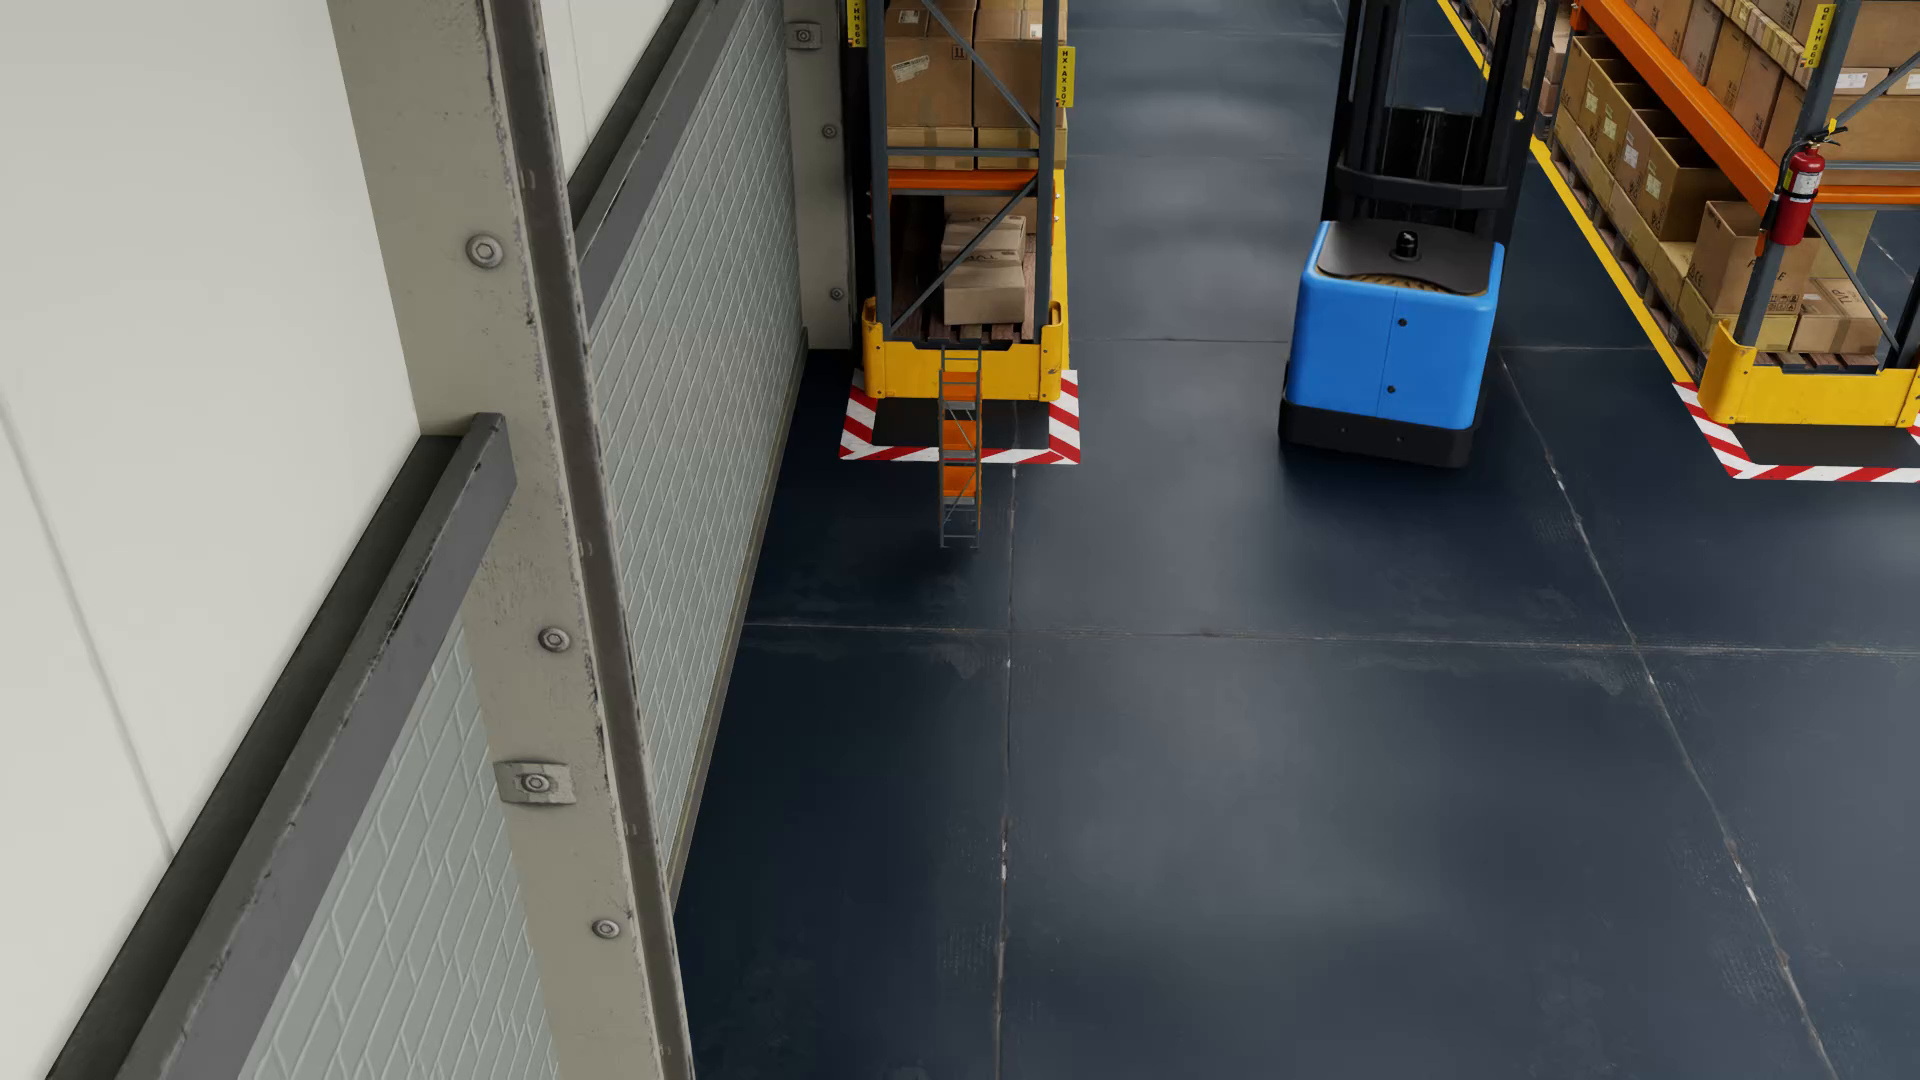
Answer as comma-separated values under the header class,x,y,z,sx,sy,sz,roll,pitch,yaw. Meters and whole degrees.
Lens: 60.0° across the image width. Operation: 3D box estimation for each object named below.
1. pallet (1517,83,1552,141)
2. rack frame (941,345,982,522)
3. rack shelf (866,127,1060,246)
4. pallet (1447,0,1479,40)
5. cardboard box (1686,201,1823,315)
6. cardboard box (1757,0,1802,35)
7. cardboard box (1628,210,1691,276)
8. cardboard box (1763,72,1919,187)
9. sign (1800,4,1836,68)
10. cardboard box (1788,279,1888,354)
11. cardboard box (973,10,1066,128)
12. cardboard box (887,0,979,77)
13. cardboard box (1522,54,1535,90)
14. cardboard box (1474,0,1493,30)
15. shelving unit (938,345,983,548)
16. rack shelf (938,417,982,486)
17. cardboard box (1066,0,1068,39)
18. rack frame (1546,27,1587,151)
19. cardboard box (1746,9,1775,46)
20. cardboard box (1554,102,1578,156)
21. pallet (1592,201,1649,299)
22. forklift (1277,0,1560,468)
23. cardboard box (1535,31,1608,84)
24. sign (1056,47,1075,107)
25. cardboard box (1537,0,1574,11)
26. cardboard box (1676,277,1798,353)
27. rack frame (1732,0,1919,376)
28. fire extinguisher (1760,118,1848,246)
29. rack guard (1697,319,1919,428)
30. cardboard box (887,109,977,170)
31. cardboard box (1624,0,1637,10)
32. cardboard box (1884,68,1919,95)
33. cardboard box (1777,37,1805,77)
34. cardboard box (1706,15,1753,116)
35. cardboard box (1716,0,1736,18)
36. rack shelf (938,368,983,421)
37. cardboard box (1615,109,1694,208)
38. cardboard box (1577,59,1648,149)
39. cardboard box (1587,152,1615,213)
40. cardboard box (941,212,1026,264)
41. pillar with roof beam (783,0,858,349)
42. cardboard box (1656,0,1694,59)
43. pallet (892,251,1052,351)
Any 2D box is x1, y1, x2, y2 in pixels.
class,x,y,z,sx,sy,sz,roll,pitch,yaw
pallet,5.115,-3.585,13.613,1.003,0.211,1.213,1,35,2
rack frame,0.007,-0.530,8.537,0.200,1.050,0.008,1,35,2
rack shelf,0.095,-2.970,10.939,1.077,0.370,4.000,1,35,2
pallet,5.213,-4.987,15.608,1.003,0.211,1.213,1,35,2
cardboard box,4.688,-1.672,9.840,0.500,0.500,0.500,1,35,2
cardboard box,5.013,-3.176,9.390,0.700,0.500,0.500,0,35,1
cardboard box,4.717,-1.940,10.874,0.500,0.250,0.500,1,35,2
cardboard box,4.996,-2.312,9.290,0.700,0.500,0.500,1,35,2
sign,4.422,-2.595,8.566,0.100,0.325,0.005,1,35,2
cardboard box,5.208,-1.353,10.039,0.500,0.250,0.500,1,35,2
cardboard box,0.334,-2.637,9.300,0.500,0.500,0.500,1,35,2
cardboard box,-0.149,-2.934,9.723,0.500,0.500,0.500,2,35,3
cardboard box,4.874,-3.884,13.640,0.500,0.250,0.500,1,35,1
cardboard box,4.937,-4.765,14.893,0.500,0.250,0.500,0,35,1
shelving unit,0.002,-0.460,8.438,0.215,1.050,0.252,1,35,2
rack shelf,0.002,-0.452,8.444,0.215,0.259,0.240,1,35,2
cardboard box,0.391,-3.217,10.125,0.500,0.500,0.500,0,35,0
rack frame,5.125,-4.302,12.208,1.000,3.000,0.127,1,35,2
cardboard box,4.821,-2.975,9.670,0.380,0.149,0.250,2,35,3
cardboard box,4.803,-3.089,12.508,0.500,0.250,0.500,1,35,2
pallet,5.005,-2.002,11.361,1.003,0.211,1.213,1,35,2
forklift,2.744,-2.438,9.615,1.130,2.935,3.031,11,36,15
cardboard box,4.855,-3.817,13.057,0.500,0.311,0.500,1,35,2
sign,0.556,-2.457,8.831,0.100,0.325,0.005,1,35,2
cardboard box,4.892,-4.403,13.890,0.500,0.311,0.500,1,35,2
cardboard box,4.690,-1.365,10.056,0.500,0.250,0.500,1,35,2
rack frame,4.964,-2.003,8.938,1.000,3.000,0.127,1,35,2
fire extinguisher,4.495,-1.915,8.879,0.296,0.674,0.183,1,35,2
rack guard,4.963,-0.967,9.637,1.175,0.500,0.348,1,35,2
cardboard box,-0.161,-2.336,9.523,0.500,0.250,0.500,2,35,3
cardboard box,5.113,-4.087,11.816,0.700,0.500,0.500,0,35,1
cardboard box,5.195,-2.530,9.036,0.380,0.149,0.250,1,35,2
cardboard box,4.798,-2.684,9.255,0.380,0.149,0.250,2,35,3
cardboard box,5.038,-2.899,10.125,0.700,0.500,0.500,2,35,2
cardboard box,4.840,-3.278,10.100,0.380,0.149,0.250,2,35,3
rack shelf,0.002,-0.684,8.280,0.215,0.259,0.240,1,35,2
cardboard box,4.735,-2.534,11.067,0.500,0.500,0.500,1,35,2
cardboard box,4.781,-3.109,11.884,0.500,0.500,0.500,1,35,2
cardboard box,4.753,-2.515,11.691,0.500,0.250,0.500,1,35,2
cardboard box,0.155,-1.919,10.773,0.500,0.311,0.500,4,35,6
pillar with roof beam,3.480,-4.893,7.832,9.100,9.000,0.400,1,35,2
cardboard box,5.074,-3.496,10.975,0.700,0.500,0.500,2,35,3
pallet,0.085,-1.484,10.624,1.003,0.211,1.213,1,35,2
